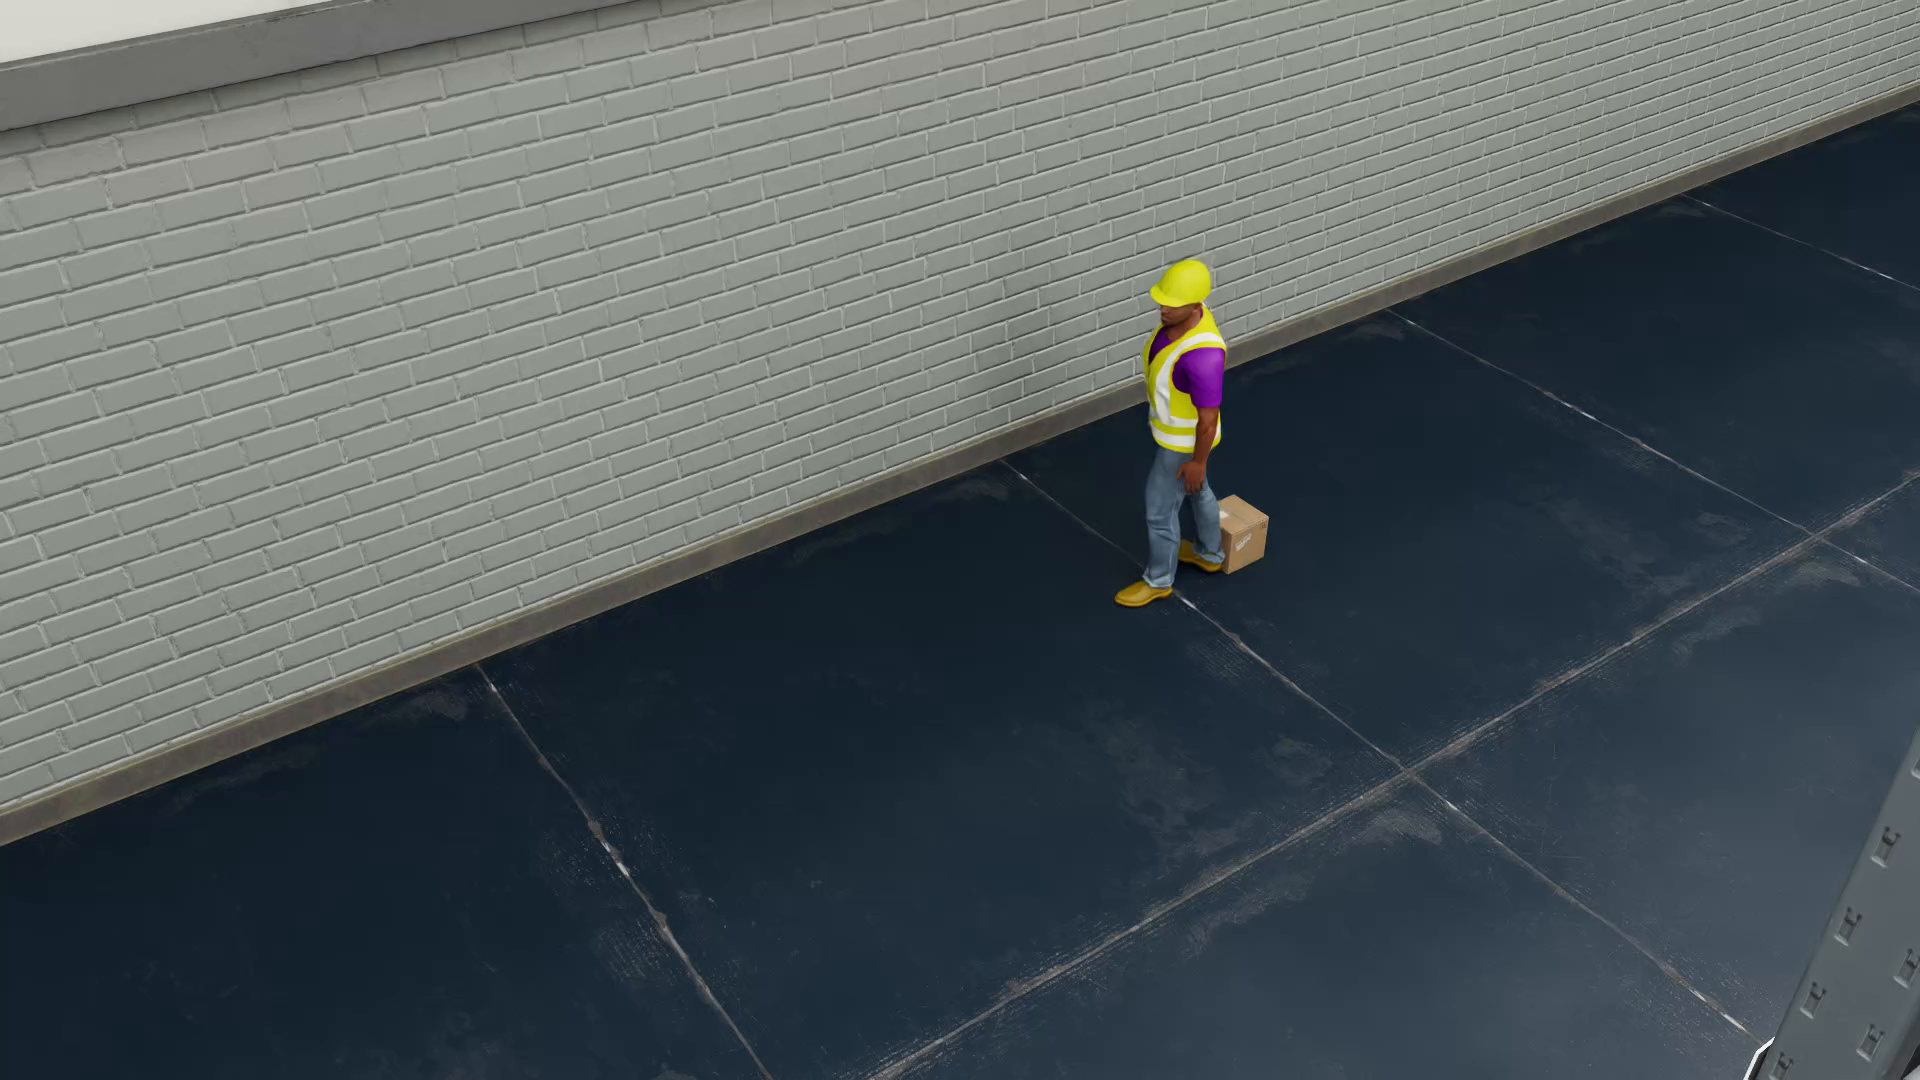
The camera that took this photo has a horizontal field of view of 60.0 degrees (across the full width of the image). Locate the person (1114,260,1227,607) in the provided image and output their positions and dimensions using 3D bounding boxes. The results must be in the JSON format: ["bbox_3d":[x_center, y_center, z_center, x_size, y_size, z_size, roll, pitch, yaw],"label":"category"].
[{"bbox_3d":[1.021,-0.499,7.664,0.571,1.766,0.588,-2,36,-2],"label":"person"}]
